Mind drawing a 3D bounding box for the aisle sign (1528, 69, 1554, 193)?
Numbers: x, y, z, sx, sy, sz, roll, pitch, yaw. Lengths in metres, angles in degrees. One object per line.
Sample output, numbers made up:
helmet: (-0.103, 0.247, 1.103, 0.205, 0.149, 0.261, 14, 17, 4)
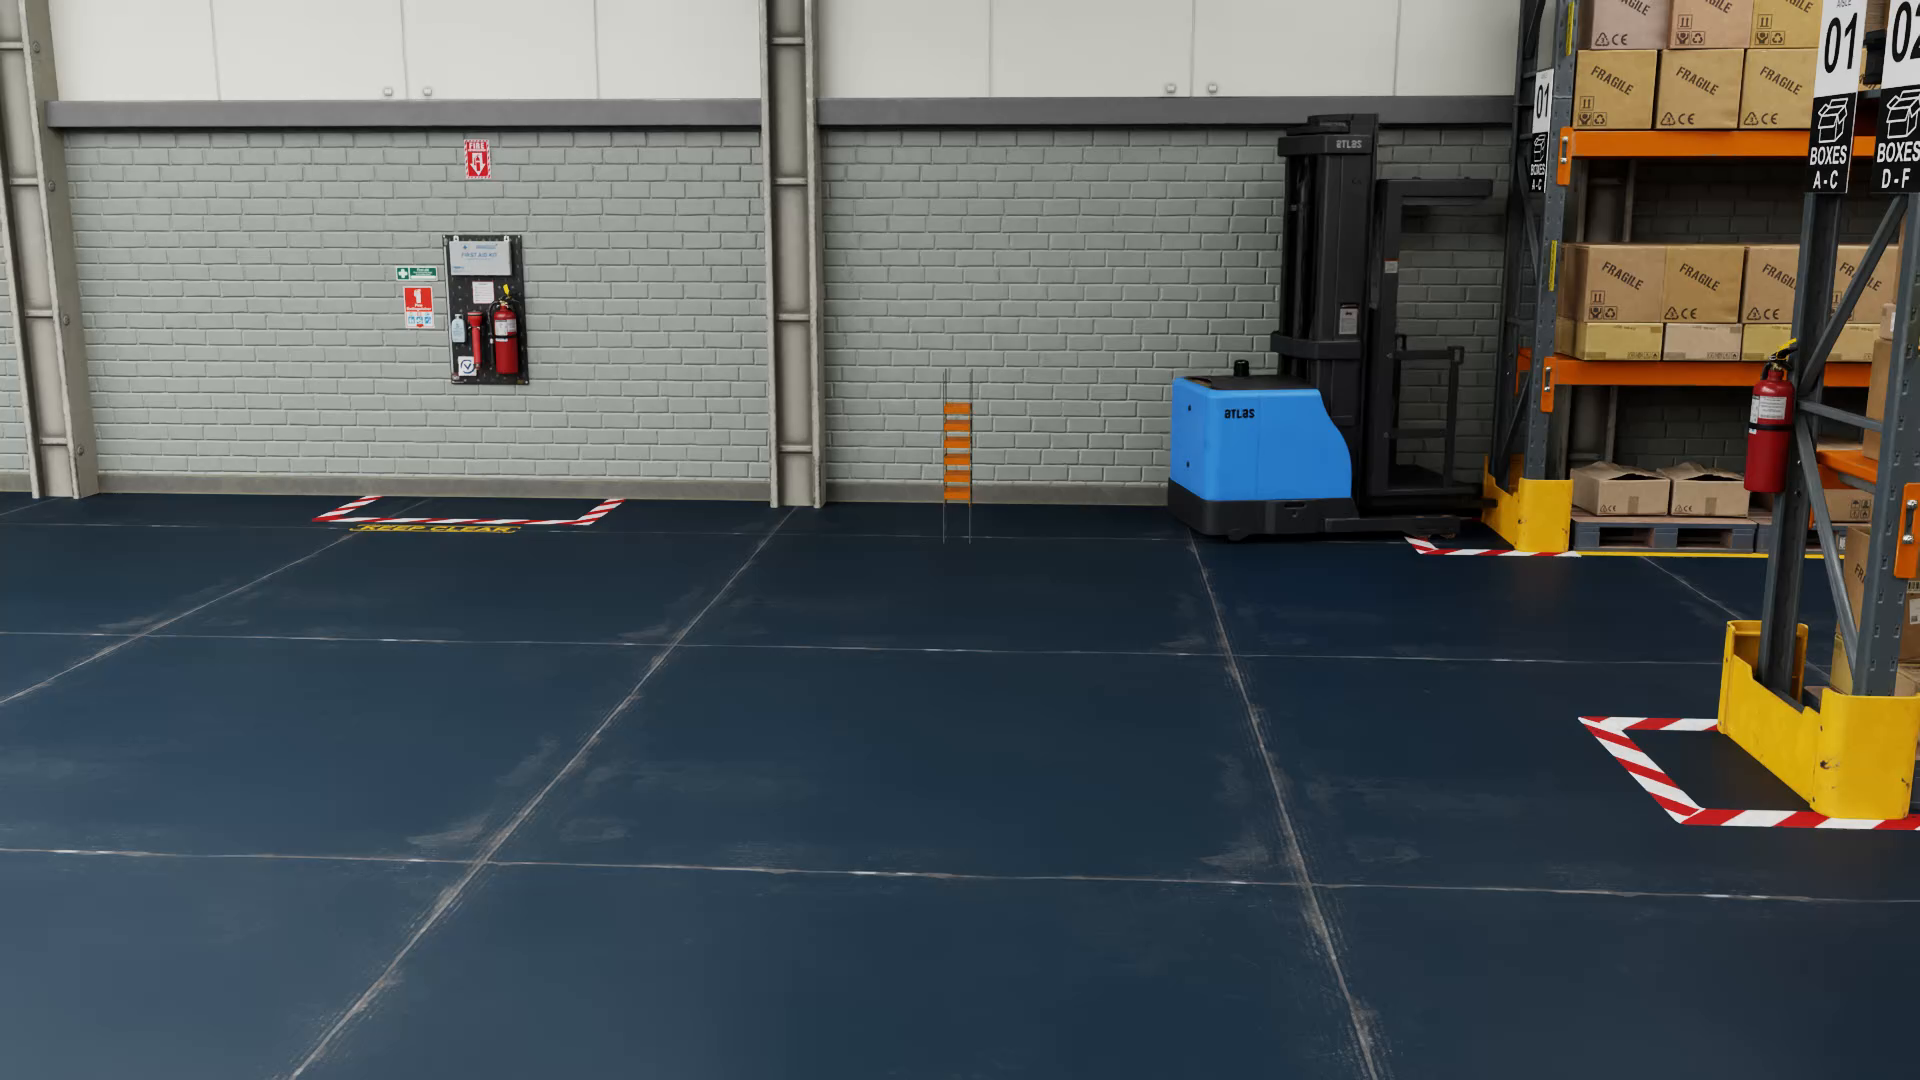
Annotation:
aisle sign: (3.866, -2.715, 11.072, 0.004, 0.787, 0.394, 1, 12, 4)

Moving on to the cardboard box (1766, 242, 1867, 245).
cardboard box: (5.963, -1.821, 11.635, 0.500, 0.500, 0.500, 1, 12, 5)

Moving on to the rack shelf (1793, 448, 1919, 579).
rack shelf: (5.627, -0.111, 6.731, 4.000, 0.370, 1.077, 1, 12, 4)

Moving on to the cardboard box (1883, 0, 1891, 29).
cardboard box: (6.362, -3.426, 10.760, 0.500, 0.500, 0.500, 0, 12, 2)

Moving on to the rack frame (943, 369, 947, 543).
rack frame: (-0.106, -0.589, 11.652, 0.006, 1.200, 0.240, 1, 12, 4)

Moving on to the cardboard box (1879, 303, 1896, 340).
cardboard box: (4.025, -0.891, 6.873, 0.250, 0.149, 0.380, 1, 12, 3)

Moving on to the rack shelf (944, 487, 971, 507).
rack shelf: (-0.014, -0.309, 11.704, 0.180, 0.103, 0.258, 1, 12, 4)

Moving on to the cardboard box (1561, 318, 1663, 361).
cardboard box: (4.424, -1.368, 11.298, 0.500, 0.250, 0.500, 0, 12, 2)

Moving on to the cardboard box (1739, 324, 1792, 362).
cardboard box: (5.451, -1.355, 11.239, 0.500, 0.250, 0.500, 1, 12, 3)

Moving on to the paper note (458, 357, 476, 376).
paper note: (-3.907, -1.379, 13.186, 0.142, 0.148, 0.016, 1, 12, 4)

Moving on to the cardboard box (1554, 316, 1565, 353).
cardboard box: (4.438, -1.472, 11.798, 0.500, 0.250, 0.500, 1, 12, 5)

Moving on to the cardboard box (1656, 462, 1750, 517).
cardboard box: (5.211, -0.366, 11.686, 0.500, 0.311, 0.500, 2, 12, 8)

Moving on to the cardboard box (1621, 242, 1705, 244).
cardboard box: (4.944, -1.834, 11.697, 0.500, 0.500, 0.500, 1, 12, 5)

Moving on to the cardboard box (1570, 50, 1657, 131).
cardboard box: (4.275, -2.974, 11.041, 0.500, 0.500, 0.500, 1, 12, 5)

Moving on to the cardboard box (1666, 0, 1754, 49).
cardboard box: (4.824, -3.447, 10.860, 0.500, 0.500, 0.500, 1, 12, 3)

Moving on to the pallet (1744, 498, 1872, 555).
pallet: (6.056, -0.101, 11.737, 1.213, 0.211, 1.003, 1, 12, 4)

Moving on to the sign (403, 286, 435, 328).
sign: (-4.280, -1.840, 13.150, 0.234, 0.329, 0.001, 1, 12, 4)

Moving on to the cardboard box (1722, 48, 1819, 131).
cardboard box: (5.327, -2.953, 10.941, 0.500, 0.500, 0.500, 1, 12, 6)

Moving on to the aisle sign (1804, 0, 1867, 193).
aisle sign: (3.585, -1.824, 6.813, 0.004, 0.787, 0.394, 1, 12, 4)

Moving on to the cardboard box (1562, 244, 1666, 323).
cardboard box: (4.415, -1.738, 11.238, 0.500, 0.500, 0.500, 1, 12, 4)

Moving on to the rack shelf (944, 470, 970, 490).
rack shelf: (-0.014, -0.427, 11.680, 0.180, 0.103, 0.258, 1, 12, 4)

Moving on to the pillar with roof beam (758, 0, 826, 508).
pillar with roof beam: (-1.560, -3.809, 7.999, 0.400, 9.000, 9.100, 1, 12, 4)

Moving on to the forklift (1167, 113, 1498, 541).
forklift: (3.117, -1.545, 11.998, 3.031, 2.935, 1.130, -2, 12, -8)

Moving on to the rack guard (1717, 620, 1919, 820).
rack guard: (3.607, 0.732, 7.046, 0.348, 0.500, 1.175, 1, 12, 4)

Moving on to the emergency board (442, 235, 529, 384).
emergency board: (-3.735, -1.794, 13.017, 0.643, 1.169, 0.194, 1, 12, 4)

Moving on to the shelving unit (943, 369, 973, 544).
shelving unit: (-0.014, -0.587, 11.646, 0.189, 1.200, 0.258, 1, 12, 4)

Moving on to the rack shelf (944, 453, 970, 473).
rack shelf: (-0.014, -0.544, 11.655, 0.180, 0.103, 0.258, 1, 12, 4)

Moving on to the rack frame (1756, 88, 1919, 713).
rack frame: (3.631, -0.491, 6.788, 0.127, 3.000, 1.000, 1, 12, 4)

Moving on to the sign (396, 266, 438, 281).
sign: (-4.276, -2.097, 13.087, 0.331, 0.109, 0.001, 1, 12, 4)

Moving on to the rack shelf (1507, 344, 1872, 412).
rack shelf: (5.954, -1.123, 11.569, 4.000, 0.370, 1.077, 1, 12, 4)

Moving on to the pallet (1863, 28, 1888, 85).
pallet: (4.335, -1.901, 6.419, 1.213, 0.211, 1.003, 1, 12, 4)

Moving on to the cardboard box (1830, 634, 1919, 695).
cardboard box: (4.186, 0.597, 7.280, 0.500, 0.250, 0.500, 1, 12, 4)

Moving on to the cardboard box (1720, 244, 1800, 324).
cardboard box: (5.422, -1.721, 11.156, 0.500, 0.500, 0.500, 0, 12, 2)

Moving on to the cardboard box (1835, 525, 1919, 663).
cardboard box: (4.186, 0.229, 7.206, 0.500, 0.500, 0.500, 1, 12, 4)

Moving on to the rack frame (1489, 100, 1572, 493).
rack frame: (3.958, -1.503, 11.626, 0.127, 3.000, 1.000, 1, 12, 4)

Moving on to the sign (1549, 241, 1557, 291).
sign: (3.922, -1.816, 11.008, 0.005, 0.325, 0.100, 1, 12, 4)
